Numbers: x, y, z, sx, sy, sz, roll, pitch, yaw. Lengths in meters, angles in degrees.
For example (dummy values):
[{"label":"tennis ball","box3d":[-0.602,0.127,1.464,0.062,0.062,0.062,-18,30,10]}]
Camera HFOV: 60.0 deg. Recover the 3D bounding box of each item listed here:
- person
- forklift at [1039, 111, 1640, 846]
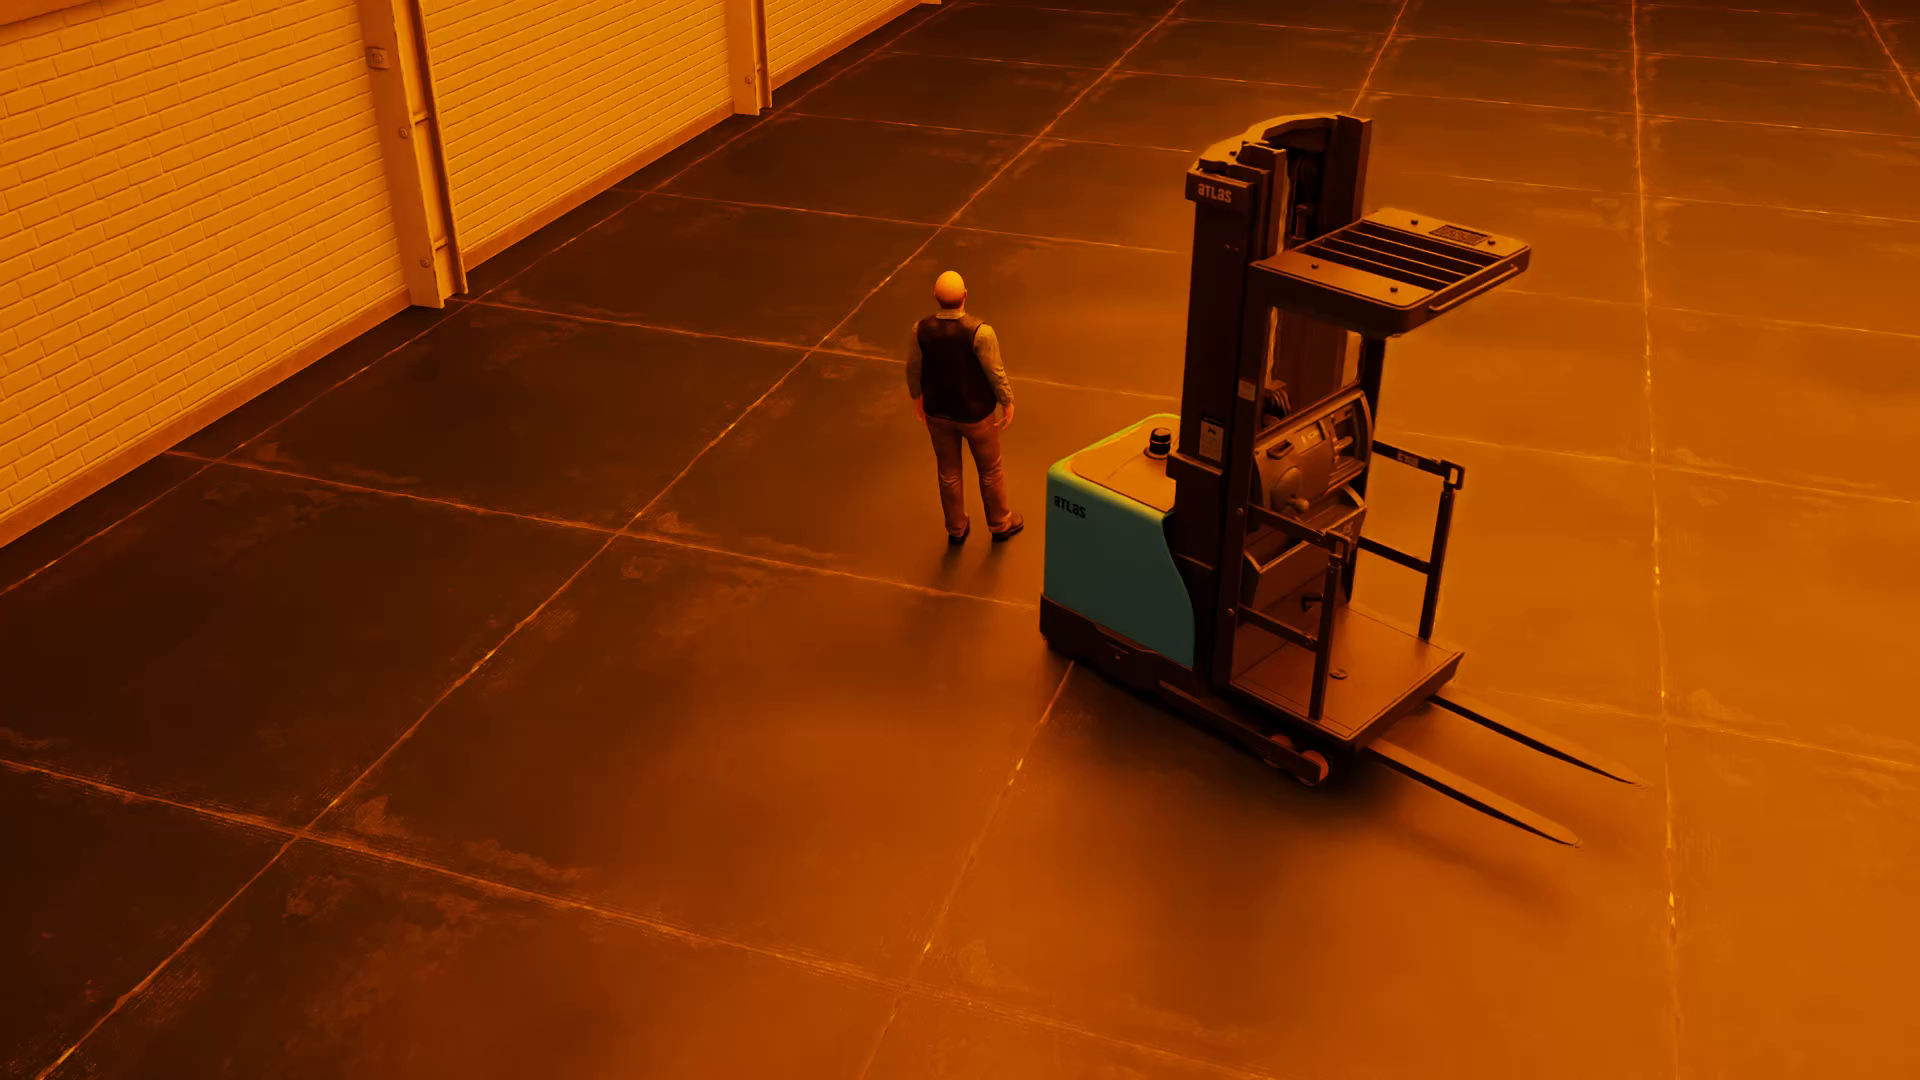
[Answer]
[{"label":"person","box3d":[0.027,-0.782,9.716,0.633,1.722,0.566,10,31,16]},{"label":"forklift","box3d":[1.839,-0.382,7.807,3.031,2.935,1.130,26,39,37]}]
